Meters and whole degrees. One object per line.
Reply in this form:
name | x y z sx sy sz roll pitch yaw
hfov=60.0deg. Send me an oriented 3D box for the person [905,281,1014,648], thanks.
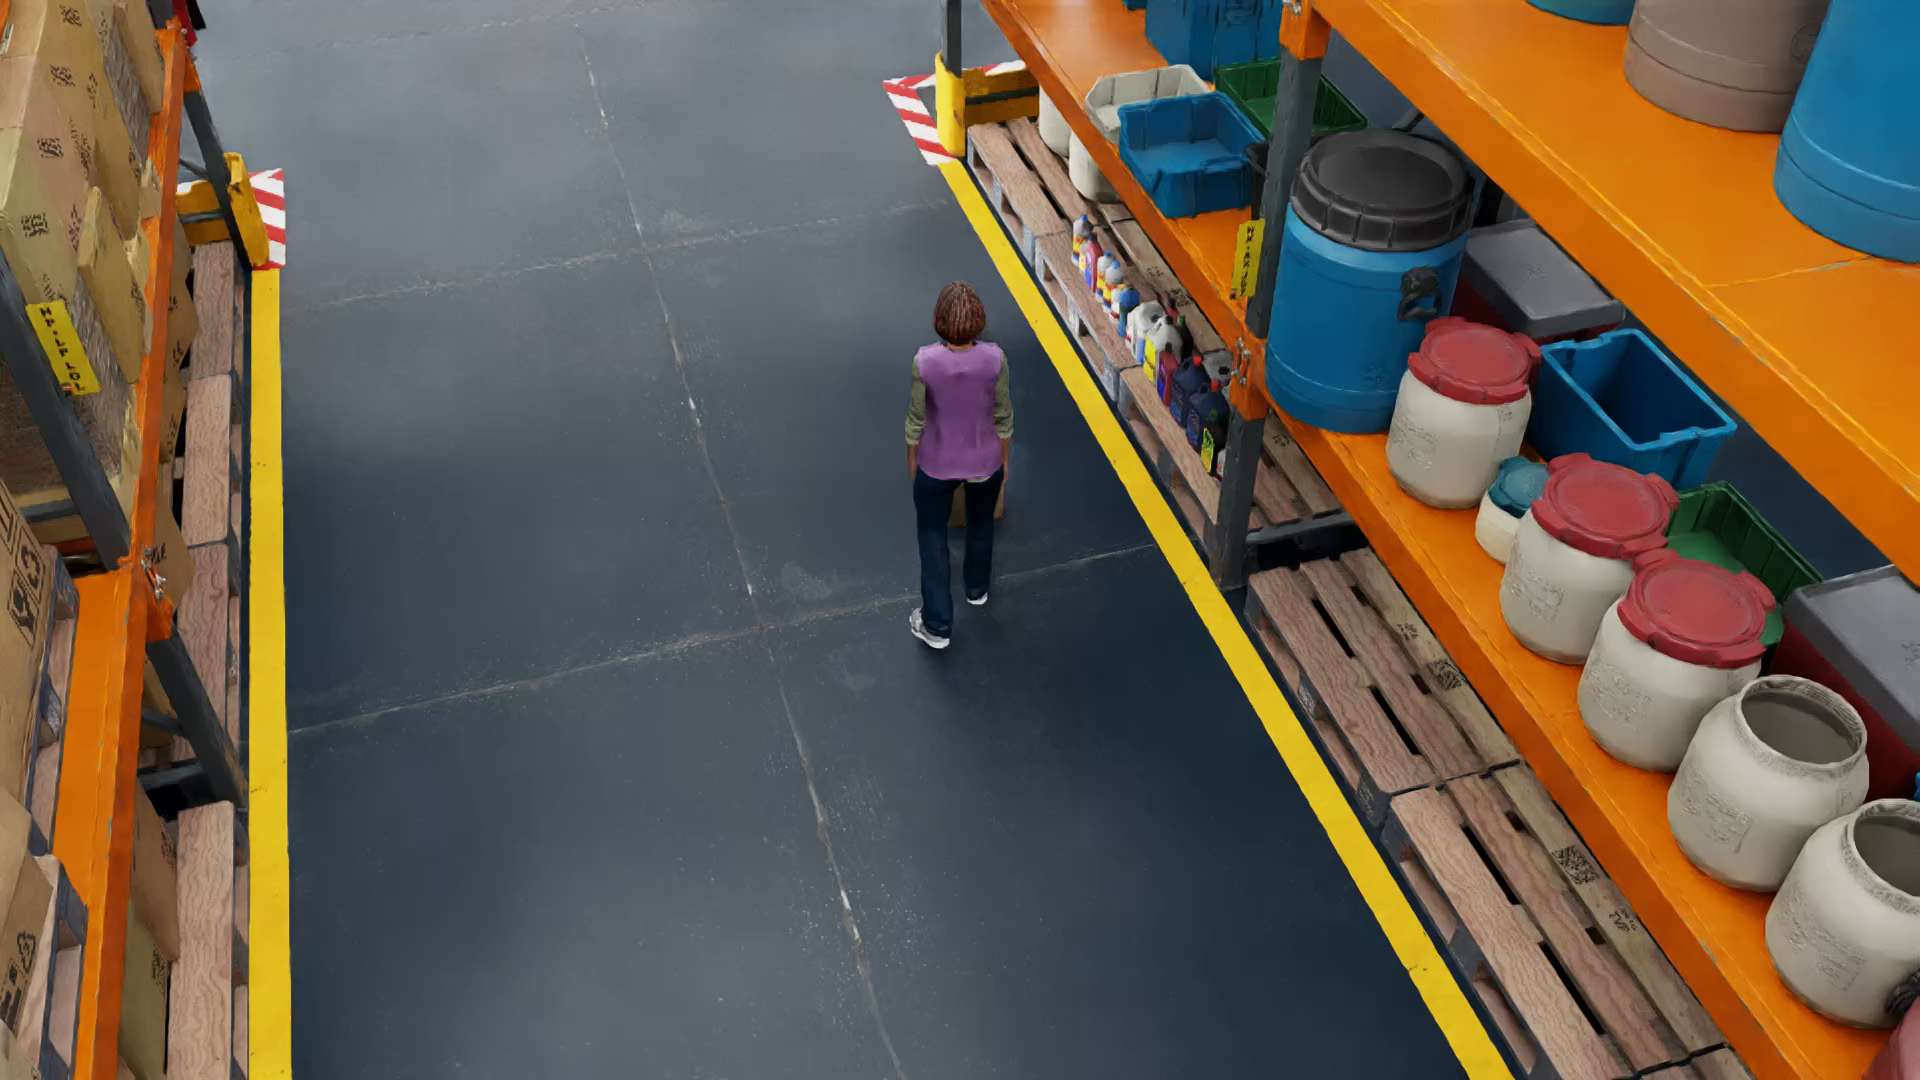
person | -0.005 -0.291 6.463 0.424 1.597 0.554 -4 43 -5
